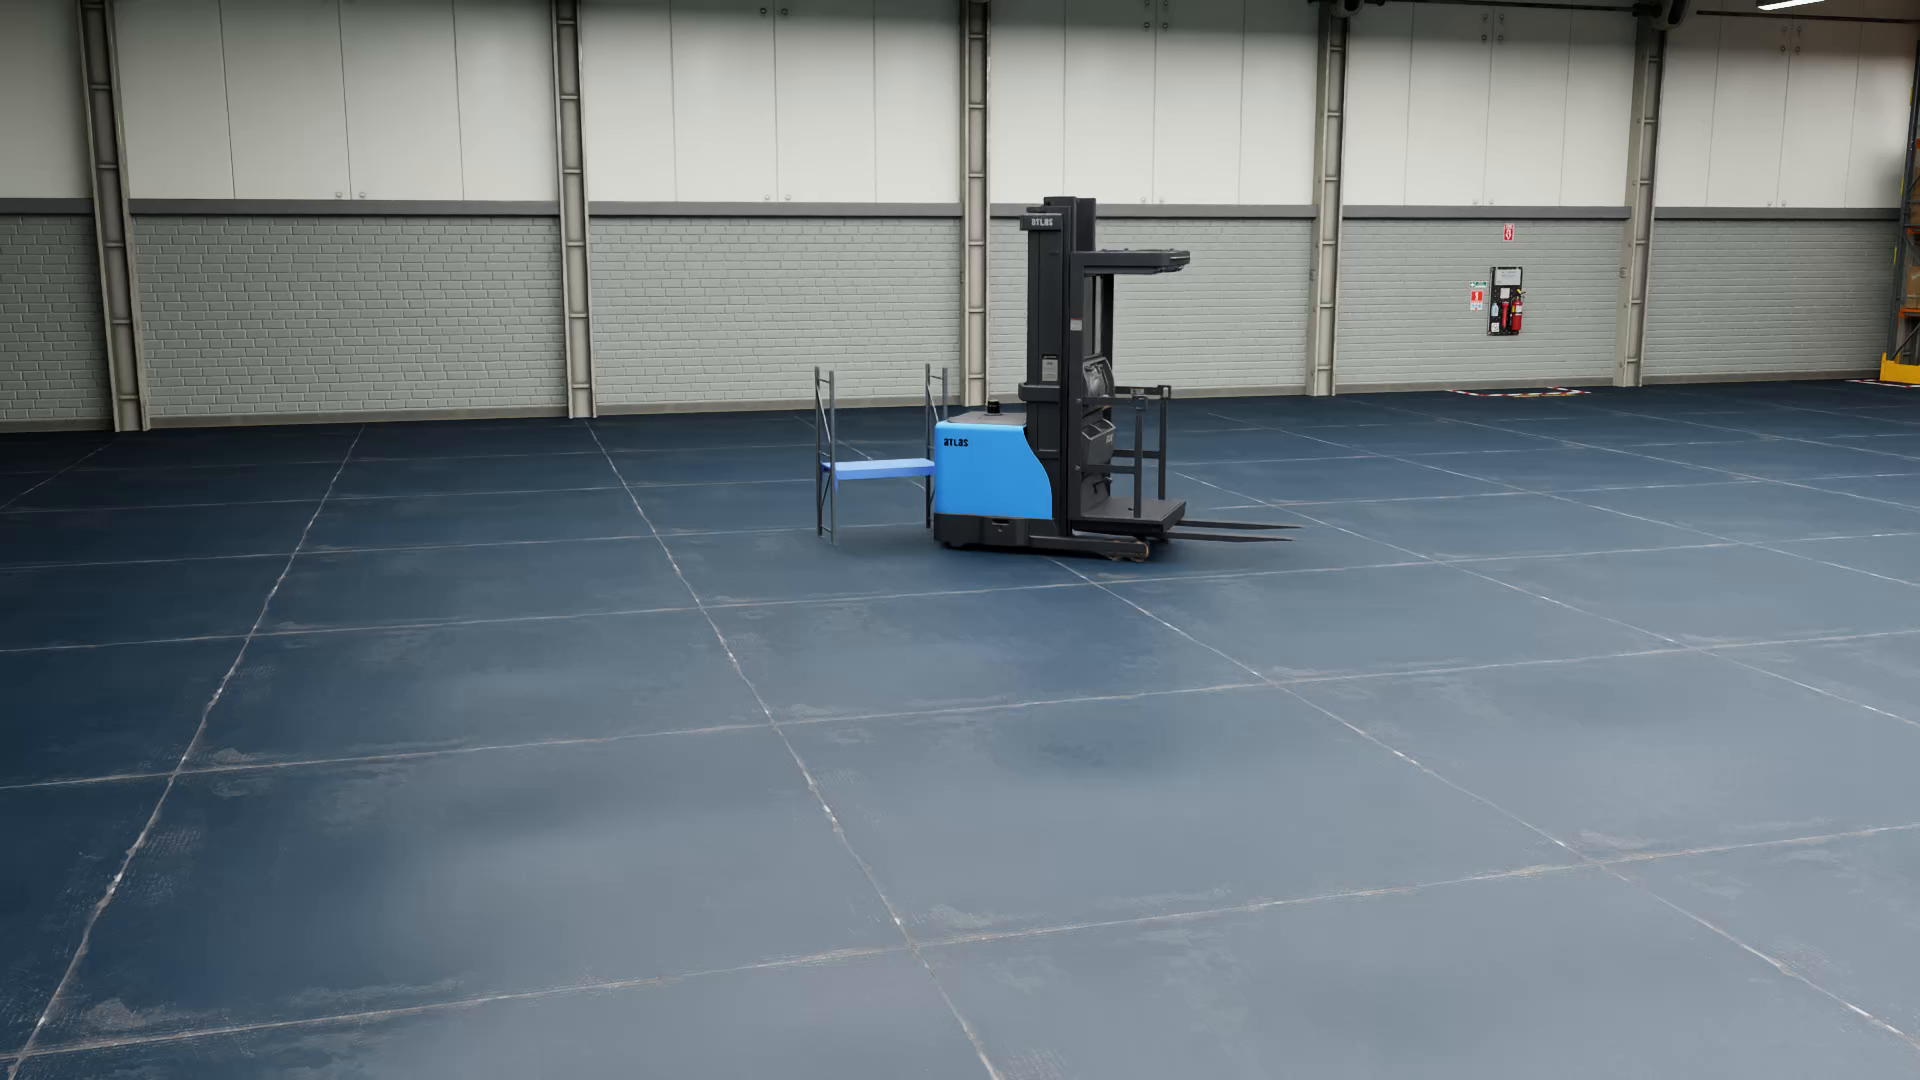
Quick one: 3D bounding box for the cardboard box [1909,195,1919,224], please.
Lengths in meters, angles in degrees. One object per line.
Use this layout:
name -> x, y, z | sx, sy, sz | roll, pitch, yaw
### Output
cardboard box -> 17.408, -5.910, 29.747 | 0.500, 0.500, 0.500 | -2, 11, -12

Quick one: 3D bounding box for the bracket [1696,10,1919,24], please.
bracket -> 14.719, -9.003, 28.654 | 4.783, 0.066, 0.076 | -3, 11, -16

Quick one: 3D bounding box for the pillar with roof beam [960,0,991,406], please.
pillar with roof beam -> 1.429, -5.787, 21.129 | 0.548, 9.000, 9.100 | -3, 11, -16

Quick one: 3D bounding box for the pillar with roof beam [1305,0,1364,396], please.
pillar with roof beam -> 7.190, -6.091, 22.778 | 0.548, 9.000, 9.100 | -3, 11, -16

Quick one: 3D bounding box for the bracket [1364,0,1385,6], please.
bracket -> 6.485, -8.569, 26.296 | 0.430, 0.232, 0.235 | -3, 11, -16

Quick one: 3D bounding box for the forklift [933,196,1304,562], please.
forklift -> 1.348, -1.369, 13.888 | 3.031, 2.935, 1.130 | 3, 11, 18

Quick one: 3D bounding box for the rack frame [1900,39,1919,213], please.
rack frame -> 17.078, -7.261, 29.133 | 0.127, 3.000, 1.000 | -3, 11, -16

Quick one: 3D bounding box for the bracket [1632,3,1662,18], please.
bracket -> 11.449, -8.831, 27.717 | 0.430, 0.232, 0.235 | -3, 11, -16

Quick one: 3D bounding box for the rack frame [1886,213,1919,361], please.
rack frame -> 17.078, -4.310, 29.676 | 0.127, 3.000, 1.000 | -3, 11, -16

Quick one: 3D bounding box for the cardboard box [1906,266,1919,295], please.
cardboard box -> 17.471, -4.676, 29.950 | 0.500, 0.500, 0.500 | -3, 11, -17

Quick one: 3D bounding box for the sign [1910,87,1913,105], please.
sign -> 16.943, -7.896, 29.563 | 0.005, 0.325, 0.100 | -3, 11, -16

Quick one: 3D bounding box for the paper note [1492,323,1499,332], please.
paper note -> 9.175, -3.644, 28.489 | 0.142, 0.148, 0.016 | -3, 11, -16

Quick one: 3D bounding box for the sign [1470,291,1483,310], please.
sign -> 8.805, -4.082, 28.335 | 0.234, 0.329, 0.001 | -3, 11, -16

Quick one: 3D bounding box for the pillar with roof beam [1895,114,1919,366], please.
pillar with roof beam -> 18.712, -6.698, 26.077 | 0.400, 9.000, 9.100 | -3, 11, -16

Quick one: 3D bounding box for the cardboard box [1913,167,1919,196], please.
cardboard box -> 17.419, -6.404, 29.668 | 0.500, 0.500, 0.500 | -3, 11, -13

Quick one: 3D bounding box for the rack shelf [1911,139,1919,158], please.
rack shelf -> 18.999, -7.007, 29.748 | 4.000, 0.370, 1.077 | -3, 11, -16

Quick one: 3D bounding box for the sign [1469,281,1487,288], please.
sign -> 8.812, -4.341, 28.279 | 0.331, 0.109, 0.001 | -3, 11, -16

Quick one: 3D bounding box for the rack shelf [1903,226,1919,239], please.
rack shelf -> 18.999, -5.533, 30.019 | 4.000, 0.370, 1.077 | -3, 11, -16

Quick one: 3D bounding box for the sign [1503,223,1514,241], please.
sign -> 9.329, -5.231, 28.274 | 0.199, 0.298, 0.001 | -3, 11, -16

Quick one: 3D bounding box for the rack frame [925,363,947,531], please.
rack frame -> -0.209, -0.794, 14.714 | 0.032, 1.500, 0.500 | -4, 11, -20

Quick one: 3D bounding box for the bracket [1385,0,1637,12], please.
bracket -> 8.958, -8.699, 27.004 | 4.783, 0.066, 0.076 | -3, 11, -16

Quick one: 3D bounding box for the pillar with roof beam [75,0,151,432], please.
pillar with roof beam -> -10.092, -5.180, 17.830 | 0.400, 9.000, 9.100 | -3, 11, -16

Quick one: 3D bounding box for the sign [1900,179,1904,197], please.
sign -> 16.942, -6.319, 29.854 | 0.005, 0.325, 0.100 | -3, 11, -16

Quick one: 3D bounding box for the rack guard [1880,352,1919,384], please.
rack guard -> 17.151, -3.085, 29.923 | 0.348, 0.500, 1.175 | -3, 11, -16

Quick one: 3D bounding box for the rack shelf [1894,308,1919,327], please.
rack shelf -> 18.999, -4.058, 30.291 | 4.000, 0.370, 1.077 | -3, 11, -16

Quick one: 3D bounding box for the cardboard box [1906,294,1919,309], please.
cardboard box -> 17.473, -4.304, 29.999 | 0.500, 0.250, 0.500 | -3, 11, -15

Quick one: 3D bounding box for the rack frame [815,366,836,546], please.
rack frame -> -1.162, -0.730, 14.367 | 0.032, 1.500, 0.500 | -4, 11, -20

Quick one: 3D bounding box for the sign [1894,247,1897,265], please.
sign -> 16.942, -5.133, 30.072 | 0.005, 0.325, 0.100 | -3, 11, -16

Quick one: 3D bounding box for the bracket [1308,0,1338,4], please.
bracket -> 5.688, -8.527, 26.068 | 0.430, 0.232, 0.235 | -3, 11, -16

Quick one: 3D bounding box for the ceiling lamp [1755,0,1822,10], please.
ceiling lamp -> 11.717, -9.077, 22.874 | 0.800, 3.185, 2.000 | -3, 11, -16

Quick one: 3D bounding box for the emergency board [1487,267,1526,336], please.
emergency board -> 9.364, -4.074, 28.392 | 0.643, 1.169, 0.194 | -3, 11, -16

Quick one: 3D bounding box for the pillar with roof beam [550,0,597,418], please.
pillar with roof beam -> -4.332, -5.484, 19.479 | 0.400, 9.000, 9.100 | -3, 11, -16

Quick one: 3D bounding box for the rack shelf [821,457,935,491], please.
rack shelf -> -0.686, -0.585, 14.573 | 1.000, 0.185, 0.538 | -4, 11, -20

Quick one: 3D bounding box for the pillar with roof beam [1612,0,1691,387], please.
pillar with roof beam -> 12.951, -6.395, 24.427 | 0.548, 9.000, 9.100 | -3, 11, -16

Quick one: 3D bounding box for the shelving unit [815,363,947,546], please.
shelving unit -> -0.686, -0.762, 14.541 | 1.048, 1.500, 0.538 | -4, 11, -20
